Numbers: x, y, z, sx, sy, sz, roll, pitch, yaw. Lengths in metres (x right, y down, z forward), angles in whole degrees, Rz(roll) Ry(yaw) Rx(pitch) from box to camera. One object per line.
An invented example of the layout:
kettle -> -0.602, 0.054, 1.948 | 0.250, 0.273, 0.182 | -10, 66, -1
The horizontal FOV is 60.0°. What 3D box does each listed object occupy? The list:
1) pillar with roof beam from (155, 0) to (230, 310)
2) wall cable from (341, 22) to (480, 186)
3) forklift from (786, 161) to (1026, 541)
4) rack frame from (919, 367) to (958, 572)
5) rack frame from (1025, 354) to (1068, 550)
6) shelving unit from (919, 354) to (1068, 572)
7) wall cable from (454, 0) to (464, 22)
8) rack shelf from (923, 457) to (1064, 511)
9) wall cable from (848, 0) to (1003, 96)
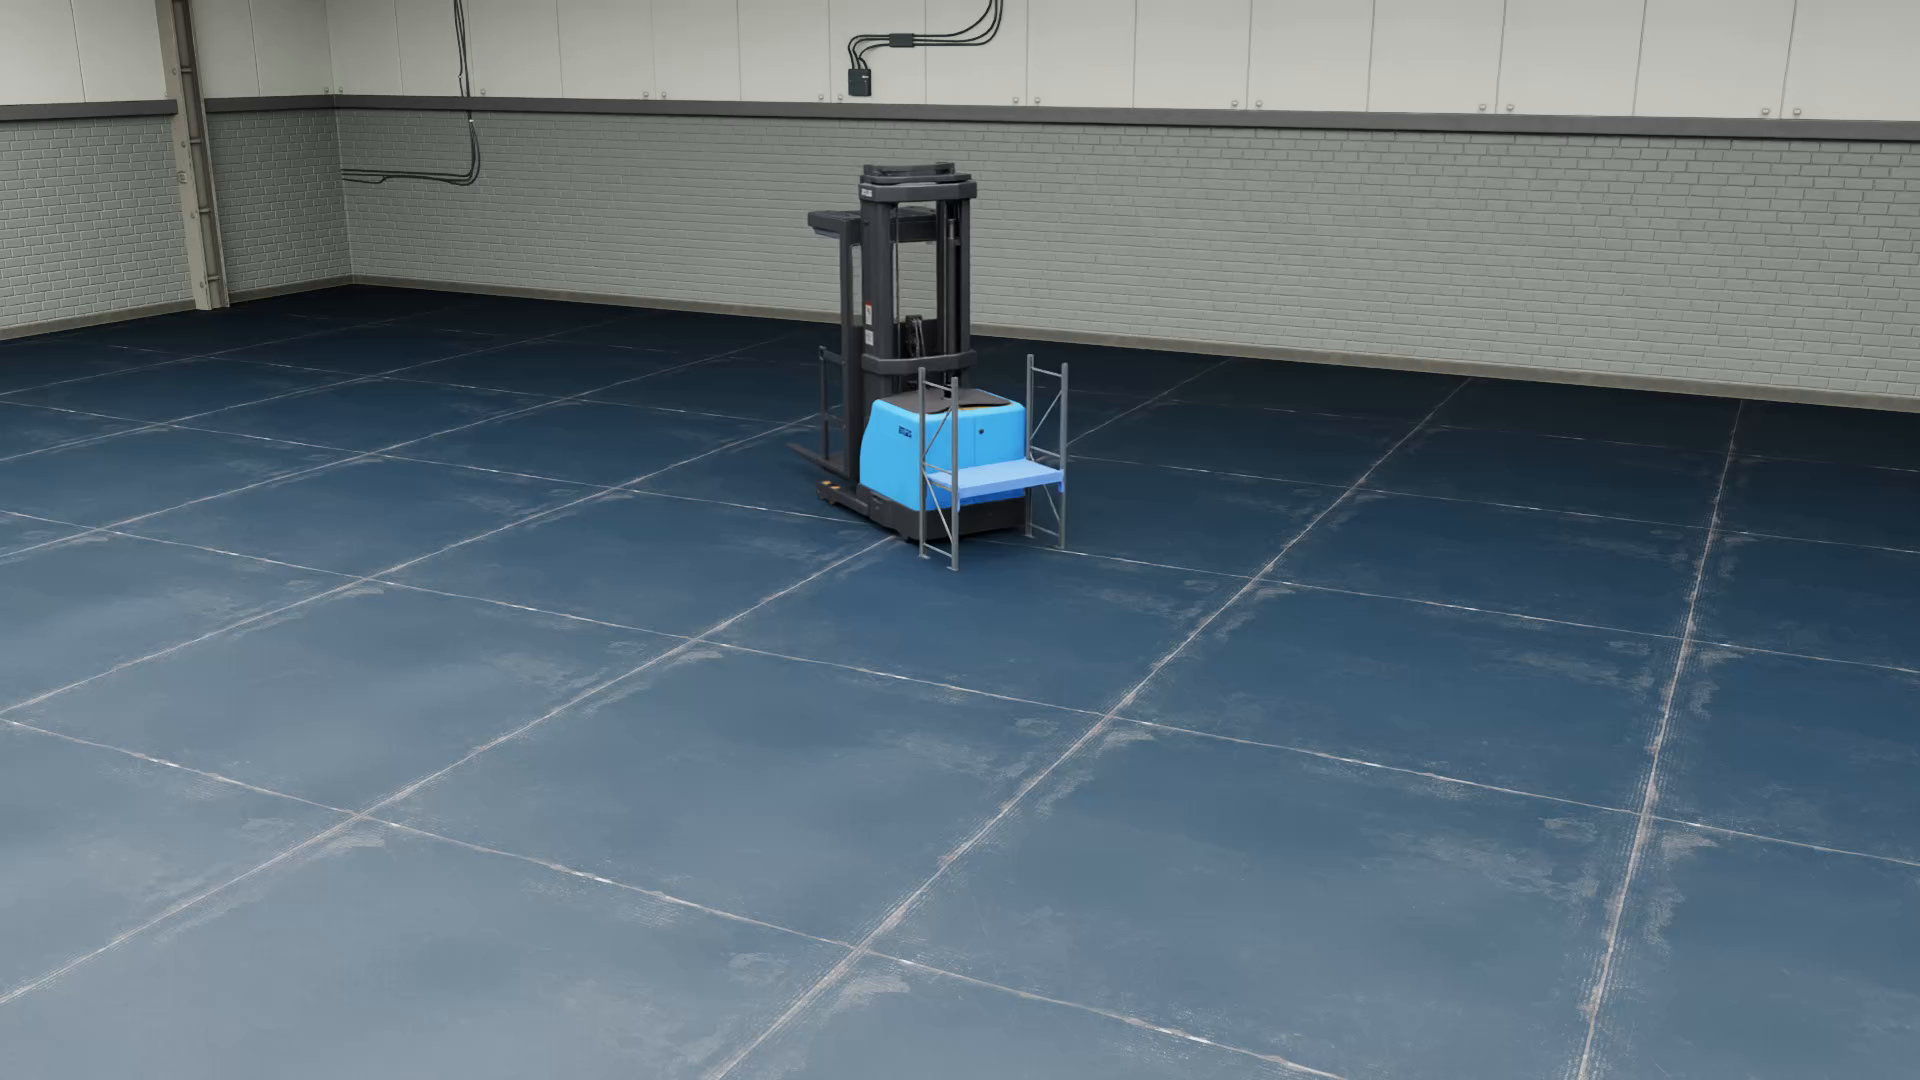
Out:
pillar with roof beam -> -7.628, -7.334, 22.412 | 9.100, 9.000, 0.400 | 8, 18, 25
wall cable -> -8.980, -6.976, 26.658 | 3.097, 2.526, 0.112 | 8, 18, 25
forklift -> -0.619, -1.770, 14.336 | 1.130, 2.935, 3.031 | -9, 19, -28
rack frame -> -0.165, -0.539, 12.704 | 0.032, 1.500, 0.500 | -11, 20, -32
rack frame -> 0.684, -0.698, 13.240 | 0.032, 1.500, 0.500 | -11, 20, -32
shelving unit -> 0.260, -0.618, 12.972 | 1.048, 1.500, 0.538 | -11, 20, -32
wall cable -> -6.560, -9.052, 24.781 | 3.097, 2.526, 0.112 | 8, 18, 25
rack shelf -> 0.260, -0.446, 13.023 | 1.000, 0.185, 0.538 | -11, 20, -32
wall cable -> -0.494, -8.882, 21.652 | 2.305, 6.003, 0.169 | 8, 18, 25
